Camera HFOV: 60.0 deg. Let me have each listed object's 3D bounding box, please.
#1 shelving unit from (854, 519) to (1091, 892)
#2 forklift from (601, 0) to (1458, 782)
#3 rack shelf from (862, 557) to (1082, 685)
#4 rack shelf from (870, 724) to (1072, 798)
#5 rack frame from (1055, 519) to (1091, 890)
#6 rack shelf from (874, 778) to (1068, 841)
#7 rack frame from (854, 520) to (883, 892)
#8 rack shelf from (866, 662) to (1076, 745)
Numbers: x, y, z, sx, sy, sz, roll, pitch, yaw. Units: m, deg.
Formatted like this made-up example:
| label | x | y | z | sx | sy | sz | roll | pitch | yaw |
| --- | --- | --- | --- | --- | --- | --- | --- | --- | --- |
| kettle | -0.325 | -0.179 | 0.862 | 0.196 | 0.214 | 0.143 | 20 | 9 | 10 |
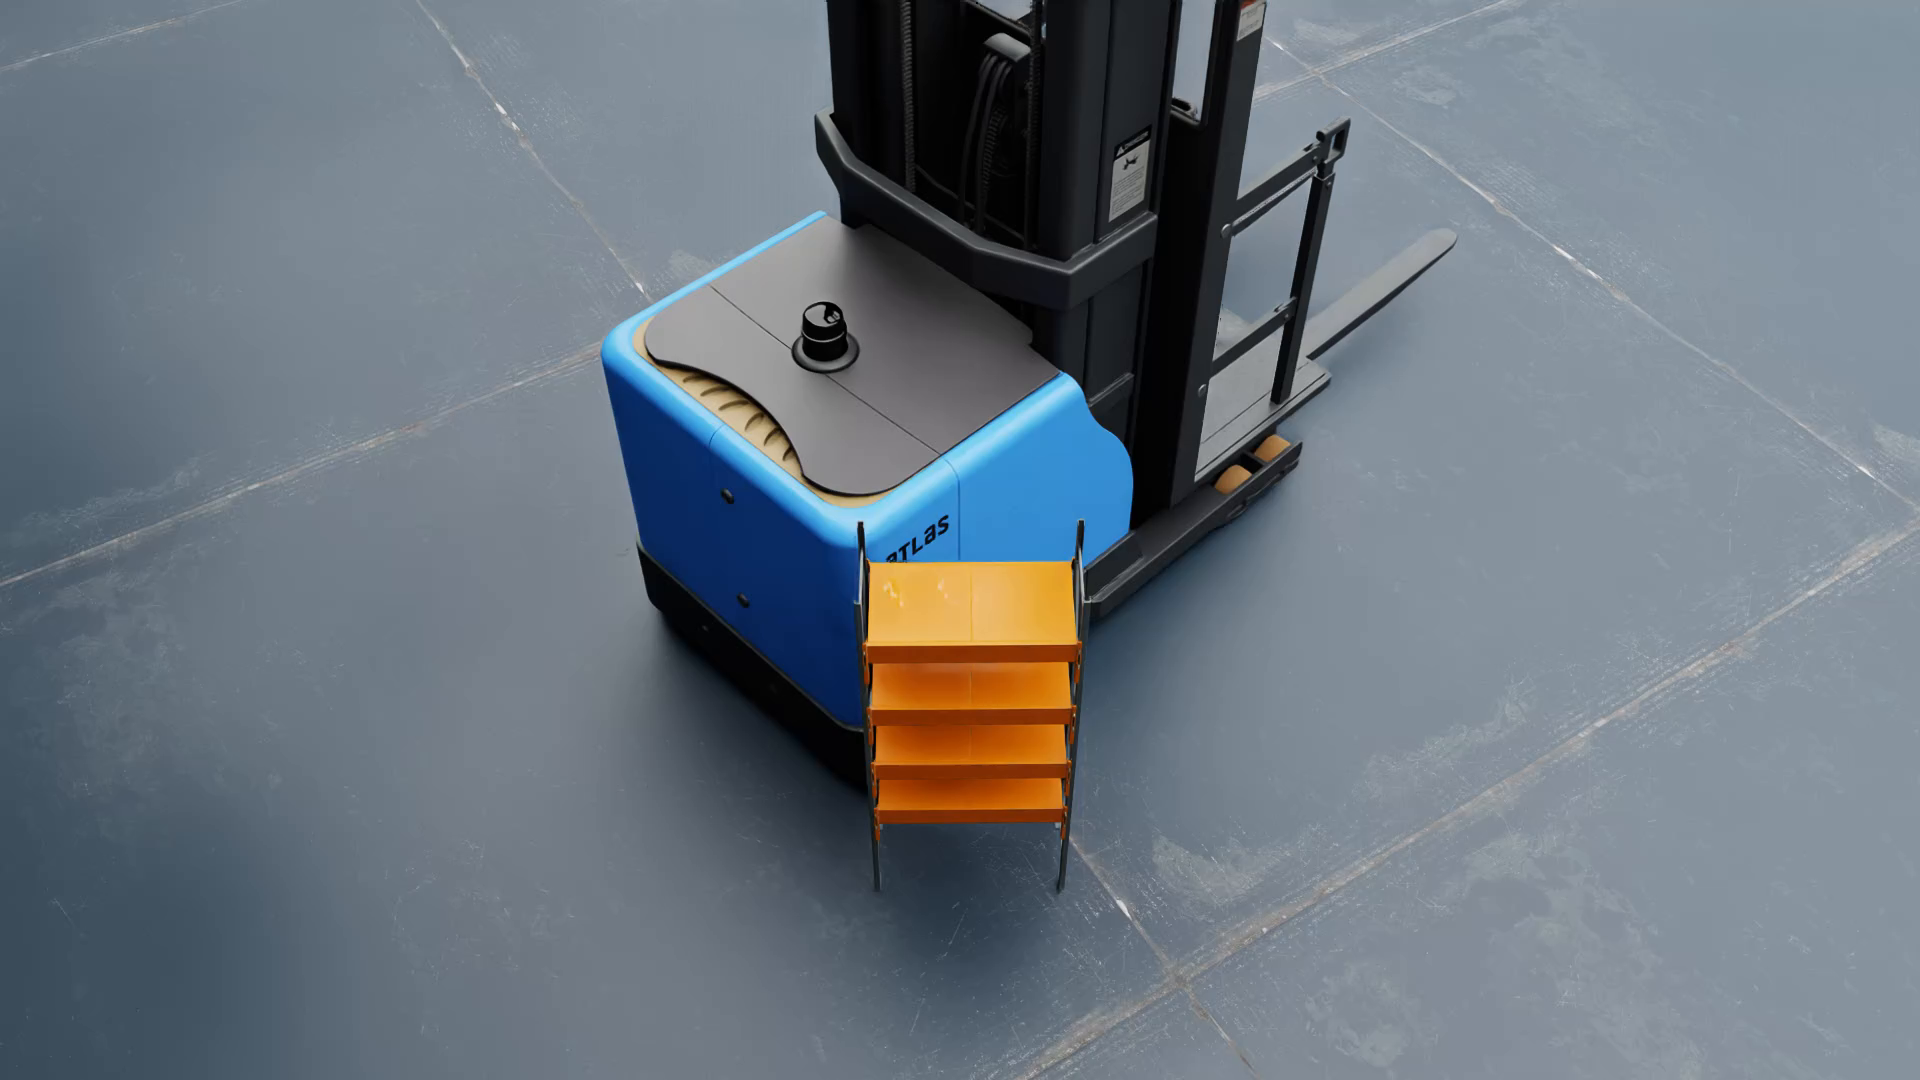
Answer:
| label | x | y | z | sx | sy | sz | roll | pitch | yaw |
| --- | --- | --- | --- | --- | --- | --- | --- | --- | --- |
| shelving unit | 0.025 | 0.444 | 4.051 | 0.503 | 1.200 | 0.258 | 0 | 48 | 0 |
| forklift | 0.459 | -1.299 | 4.444 | 3.031 | 2.935 | 1.130 | -36 | 58 | -28 |
| rack shelf | 0.025 | 0.182 | 3.758 | 0.480 | 0.148 | 0.258 | 0 | 48 | 0 |
| rack shelf | 0.025 | 0.488 | 4.102 | 0.480 | 0.148 | 0.258 | 0 | 48 | 0 |
| rack frame | 0.269 | 0.442 | 4.053 | 0.015 | 1.200 | 0.240 | 0 | 48 | 0 |
| rack shelf | 0.025 | 0.620 | 4.250 | 0.480 | 0.148 | 0.258 | 0 | 48 | 0 |
| rack frame | -0.219 | 0.445 | 4.050 | 0.015 | 1.200 | 0.240 | 0 | 48 | 0 |
| rack shelf | 0.025 | 0.340 | 3.935 | 0.480 | 0.148 | 0.258 | 0 | 48 | 0 |
